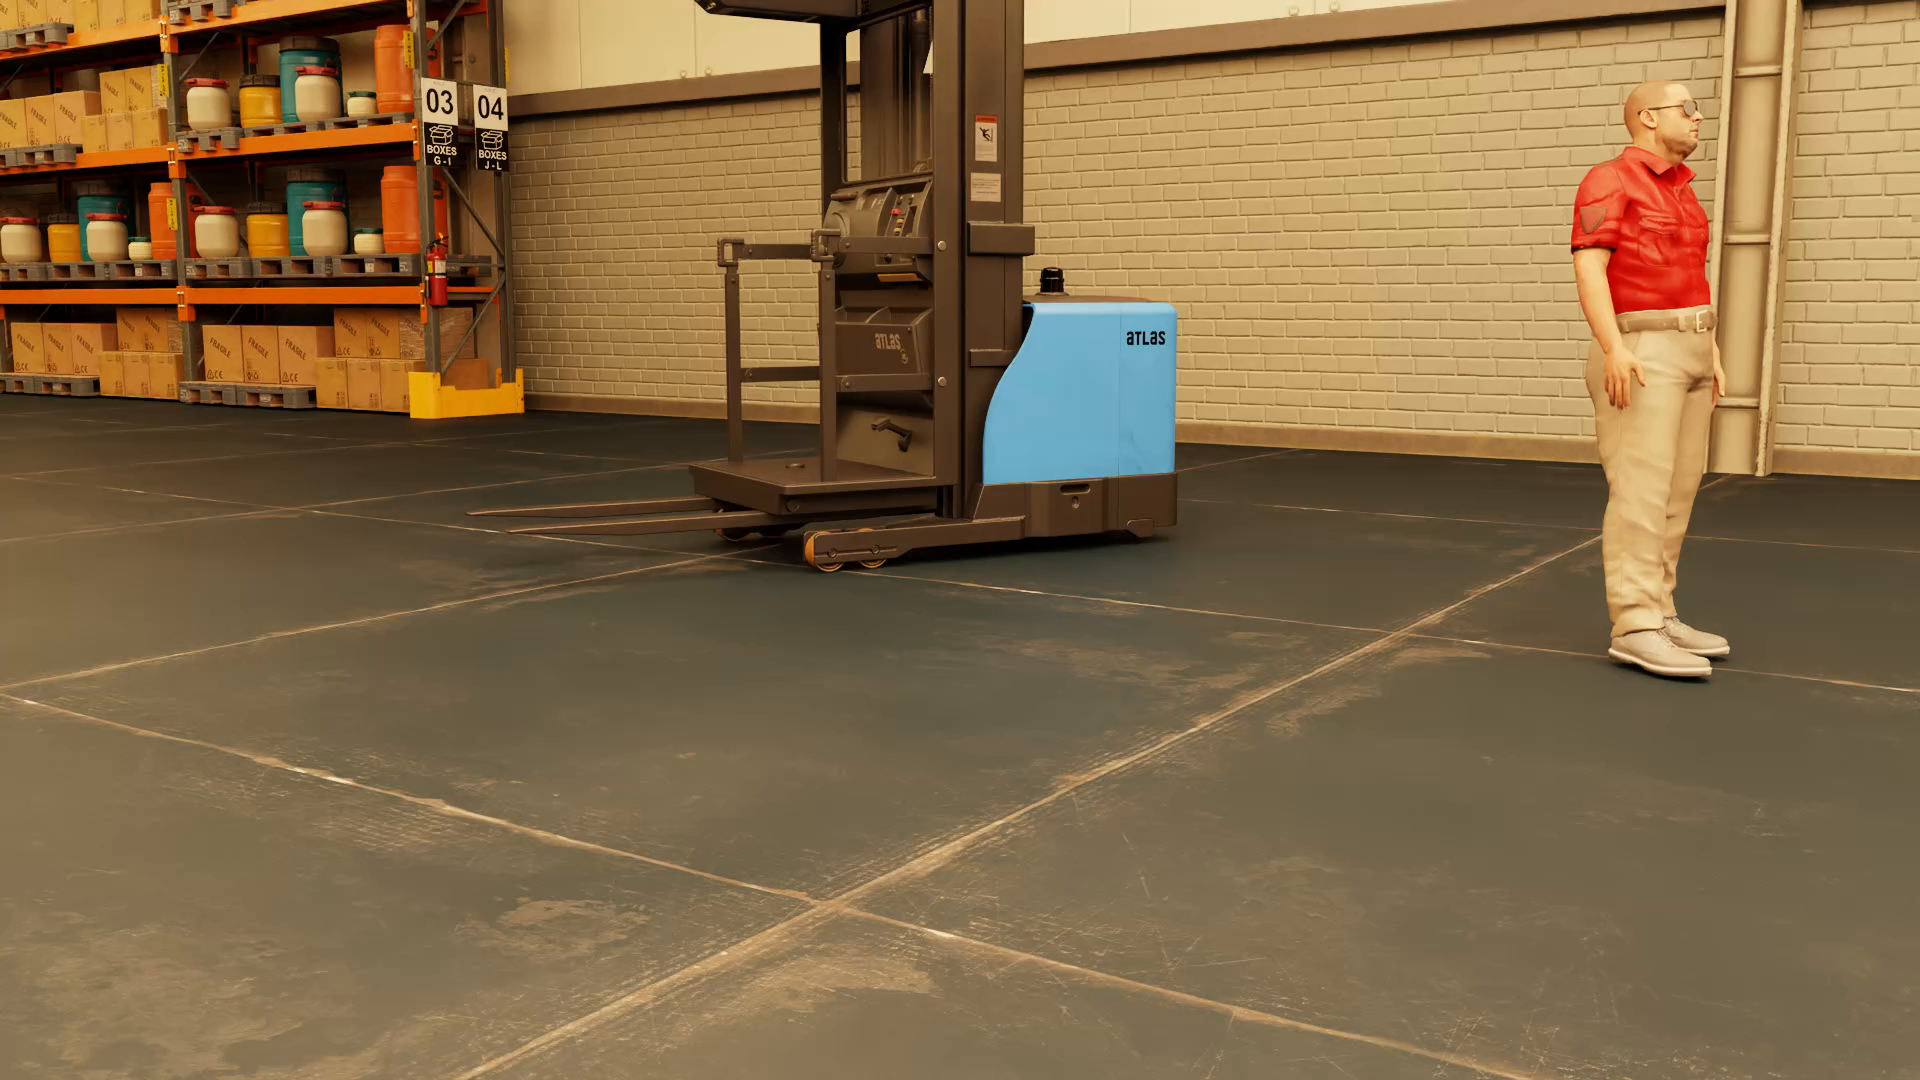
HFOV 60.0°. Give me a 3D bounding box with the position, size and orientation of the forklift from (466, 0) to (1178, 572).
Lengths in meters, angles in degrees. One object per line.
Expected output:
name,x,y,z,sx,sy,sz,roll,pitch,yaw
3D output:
forklift,-0.544,-1.407,7.090,3.031,2.935,1.130,-5,9,-29

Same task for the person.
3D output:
person,2.159,-0.509,4.985,0.640,1.727,0.551,-7,10,-39
